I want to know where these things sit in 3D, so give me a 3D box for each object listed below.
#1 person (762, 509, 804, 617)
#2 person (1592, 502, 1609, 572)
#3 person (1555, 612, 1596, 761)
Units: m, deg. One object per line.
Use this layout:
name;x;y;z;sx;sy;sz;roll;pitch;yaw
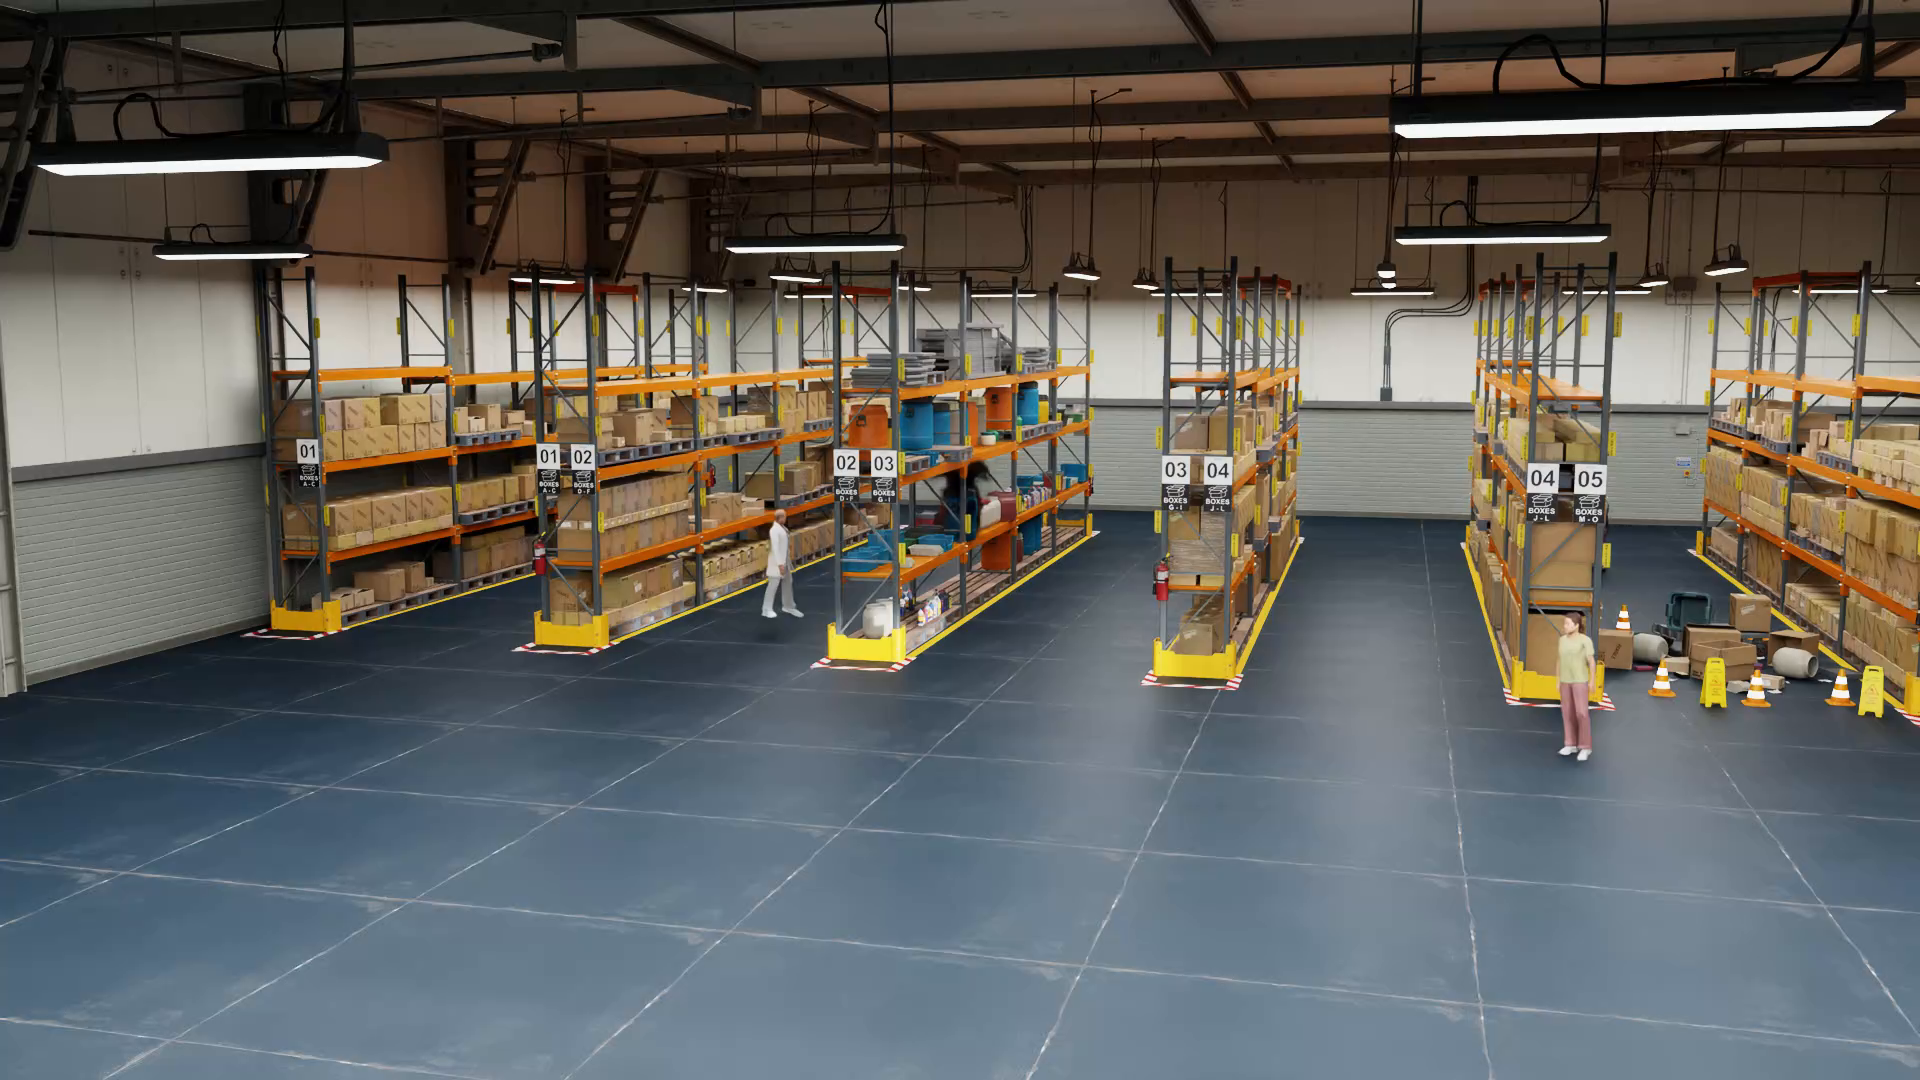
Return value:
person;-2.966;0.398;27.427;0.533;1.837;0.713;2;8;19
person;13.201;-0.205;34.338;0.371;1.726;0.573;3;8;23
person;7.233;1.709;19.586;0.391;1.712;0.542;-5;9;-36
